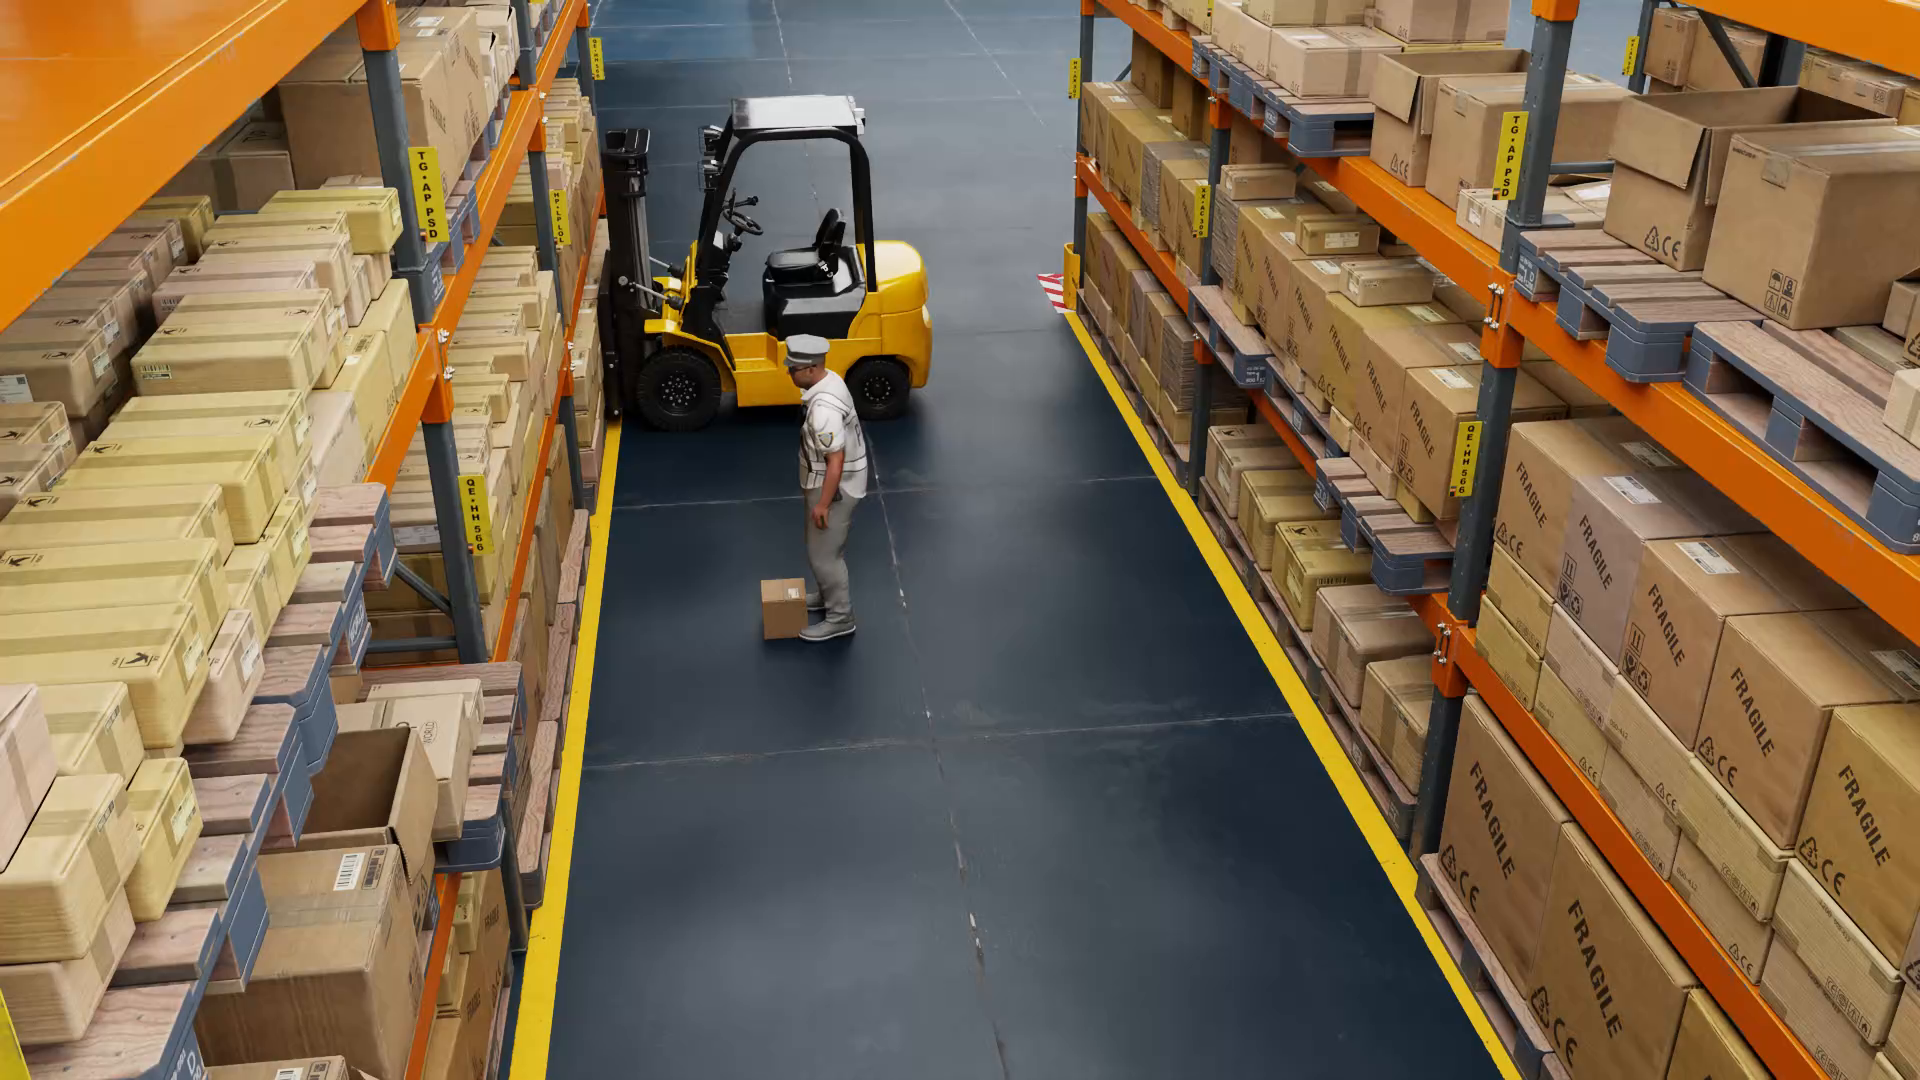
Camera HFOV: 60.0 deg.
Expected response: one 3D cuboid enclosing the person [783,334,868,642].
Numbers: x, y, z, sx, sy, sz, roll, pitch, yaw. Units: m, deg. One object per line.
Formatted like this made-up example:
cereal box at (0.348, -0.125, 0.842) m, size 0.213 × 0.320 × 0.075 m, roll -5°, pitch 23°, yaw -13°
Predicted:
person at (-0.732, -0.300, 9.199) m, size 0.439 × 1.748 × 0.586 m, roll -4°, pitch 27°, yaw -7°
